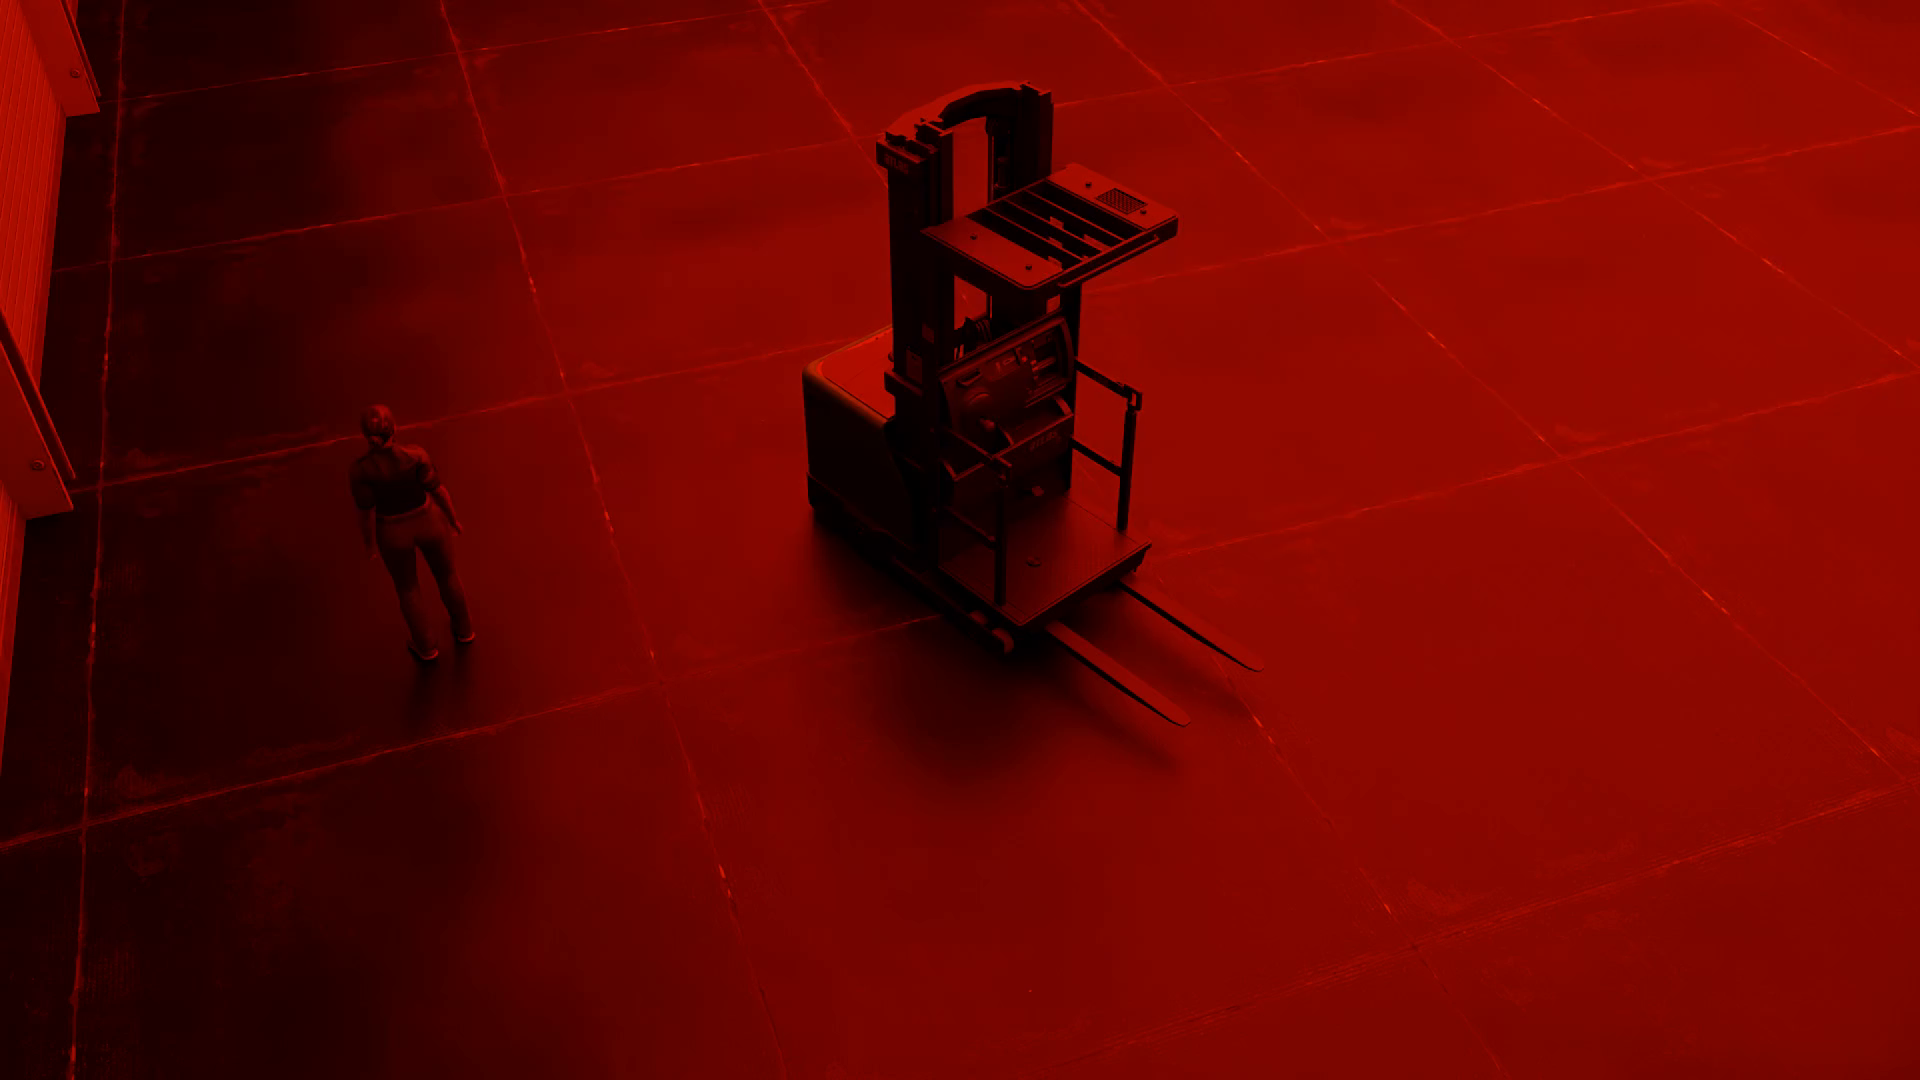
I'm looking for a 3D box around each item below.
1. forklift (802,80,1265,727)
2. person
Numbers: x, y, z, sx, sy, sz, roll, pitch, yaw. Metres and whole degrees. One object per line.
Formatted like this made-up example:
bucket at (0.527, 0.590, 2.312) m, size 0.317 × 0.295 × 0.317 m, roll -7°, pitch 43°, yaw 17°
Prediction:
forklift at (0.409, -0.833, 8.988) m, size 1.130 × 2.935 × 3.031 m, roll -30°, pitch 49°, yaw -31°
person at (-2.998, -0.067, 9.069) m, size 0.527 × 1.661 × 0.343 m, roll -18°, pitch 43°, yaw -20°
